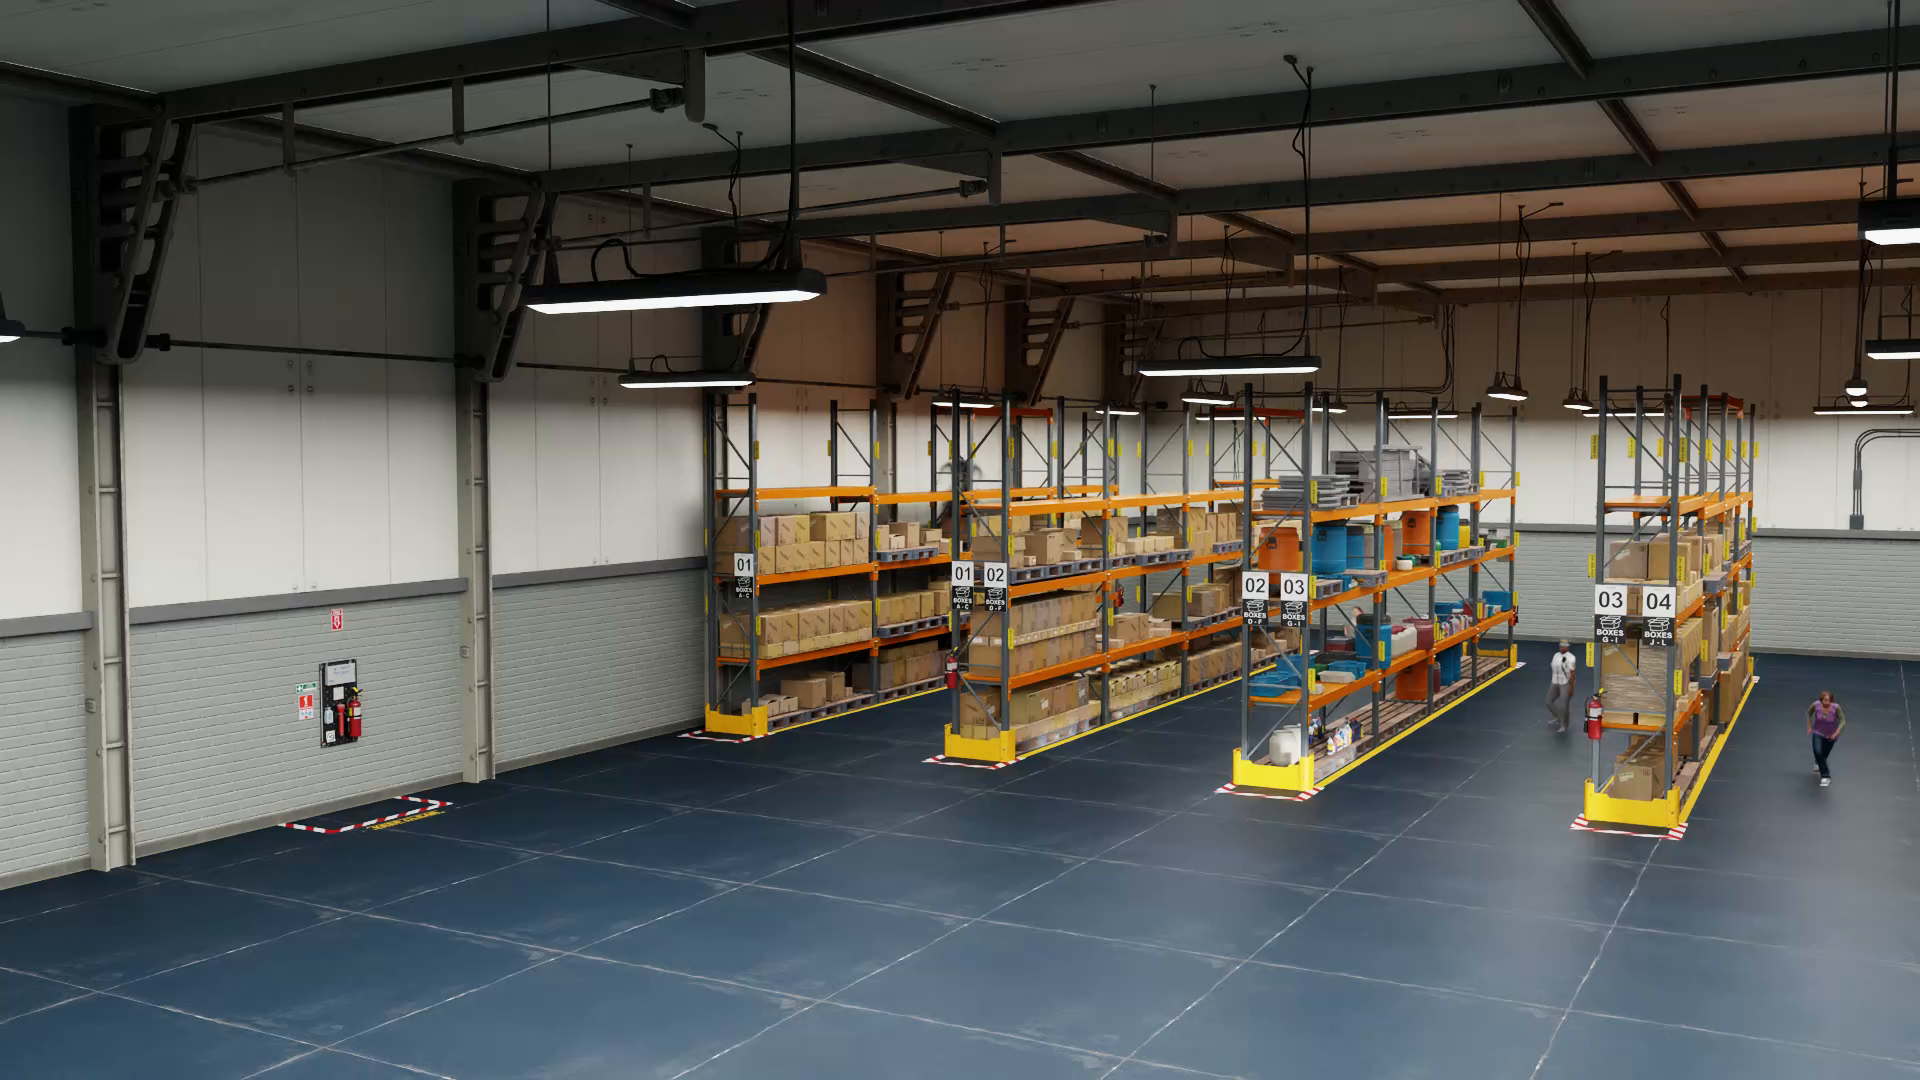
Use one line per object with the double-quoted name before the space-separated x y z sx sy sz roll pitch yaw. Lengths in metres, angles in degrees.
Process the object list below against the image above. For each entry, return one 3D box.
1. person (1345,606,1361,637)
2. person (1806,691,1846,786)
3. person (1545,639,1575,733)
"person" 8.419 2.252 35.449 0.524 1.688 0.702 1 3 23
"person" 13.010 2.936 25.012 0.535 1.443 0.986 1 3 26
"person" 10.696 2.586 29.552 0.476 1.695 0.588 -2 4 -32
